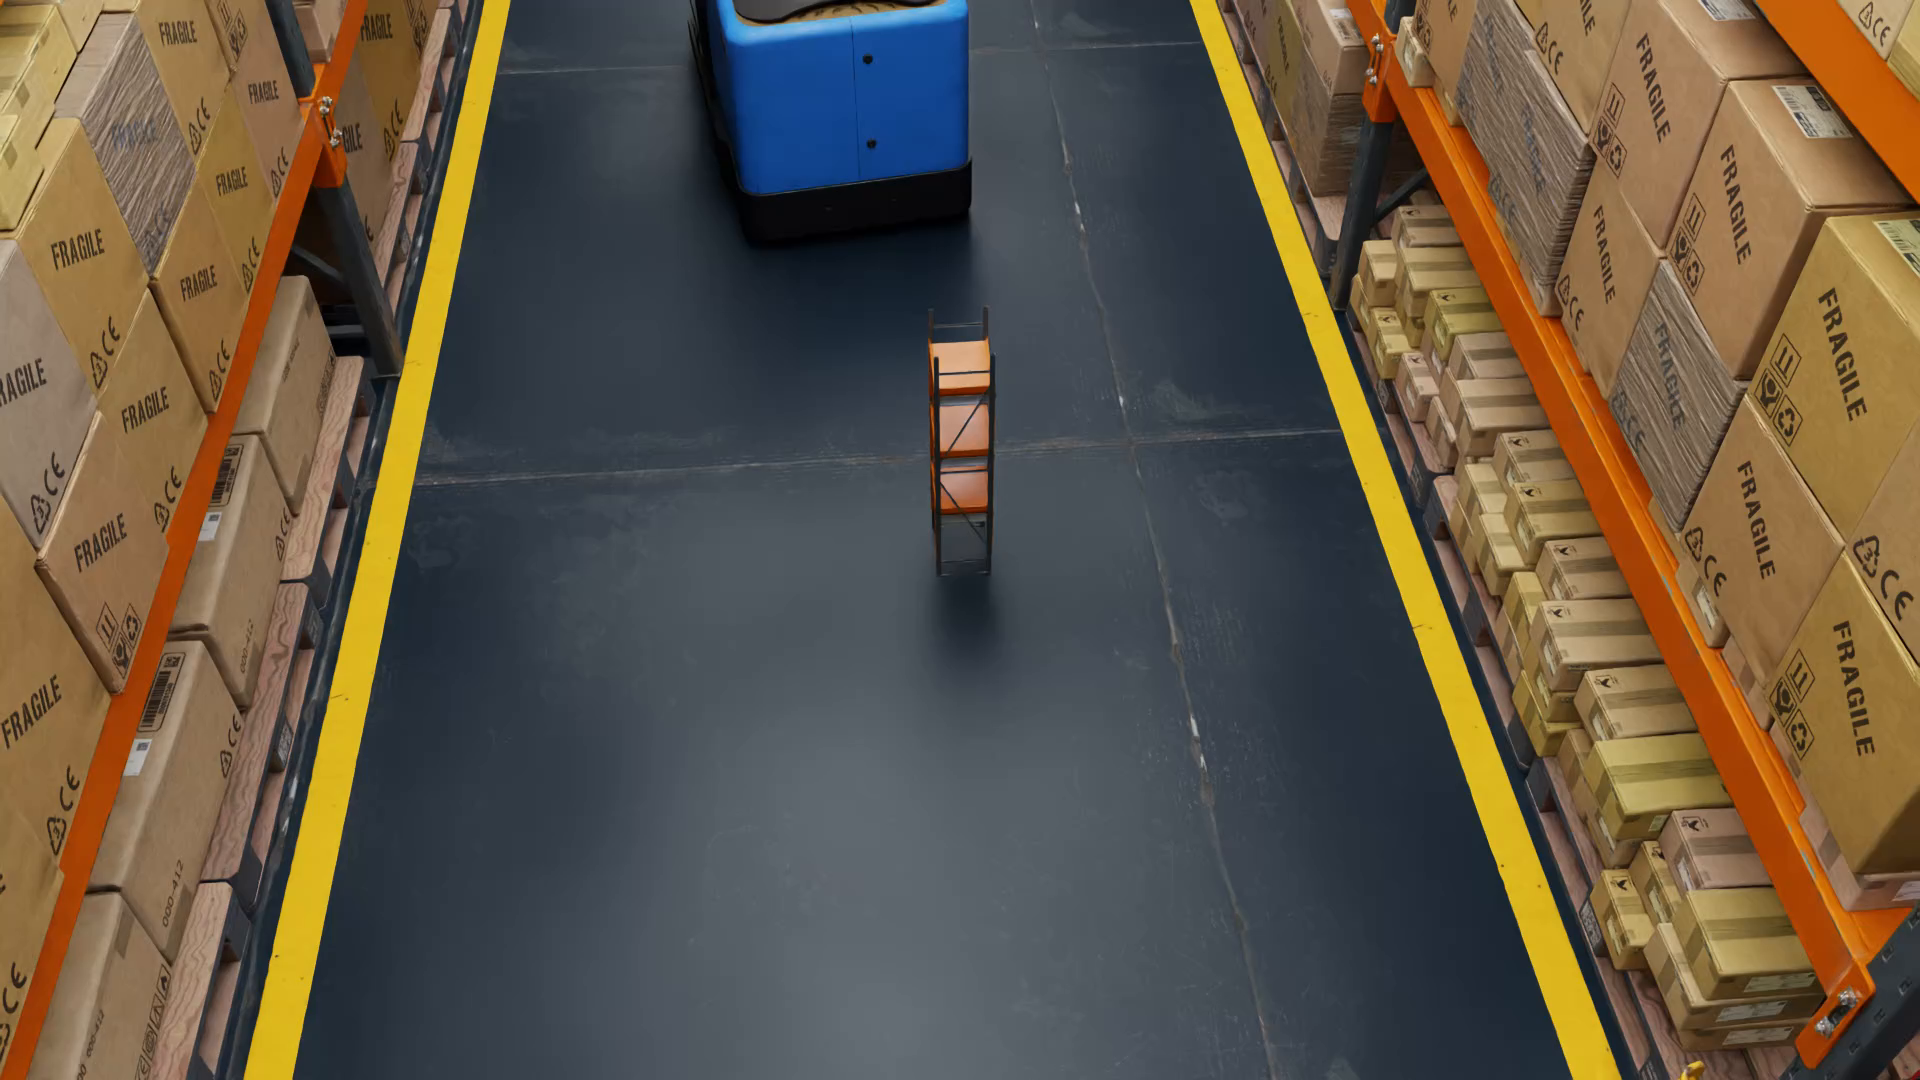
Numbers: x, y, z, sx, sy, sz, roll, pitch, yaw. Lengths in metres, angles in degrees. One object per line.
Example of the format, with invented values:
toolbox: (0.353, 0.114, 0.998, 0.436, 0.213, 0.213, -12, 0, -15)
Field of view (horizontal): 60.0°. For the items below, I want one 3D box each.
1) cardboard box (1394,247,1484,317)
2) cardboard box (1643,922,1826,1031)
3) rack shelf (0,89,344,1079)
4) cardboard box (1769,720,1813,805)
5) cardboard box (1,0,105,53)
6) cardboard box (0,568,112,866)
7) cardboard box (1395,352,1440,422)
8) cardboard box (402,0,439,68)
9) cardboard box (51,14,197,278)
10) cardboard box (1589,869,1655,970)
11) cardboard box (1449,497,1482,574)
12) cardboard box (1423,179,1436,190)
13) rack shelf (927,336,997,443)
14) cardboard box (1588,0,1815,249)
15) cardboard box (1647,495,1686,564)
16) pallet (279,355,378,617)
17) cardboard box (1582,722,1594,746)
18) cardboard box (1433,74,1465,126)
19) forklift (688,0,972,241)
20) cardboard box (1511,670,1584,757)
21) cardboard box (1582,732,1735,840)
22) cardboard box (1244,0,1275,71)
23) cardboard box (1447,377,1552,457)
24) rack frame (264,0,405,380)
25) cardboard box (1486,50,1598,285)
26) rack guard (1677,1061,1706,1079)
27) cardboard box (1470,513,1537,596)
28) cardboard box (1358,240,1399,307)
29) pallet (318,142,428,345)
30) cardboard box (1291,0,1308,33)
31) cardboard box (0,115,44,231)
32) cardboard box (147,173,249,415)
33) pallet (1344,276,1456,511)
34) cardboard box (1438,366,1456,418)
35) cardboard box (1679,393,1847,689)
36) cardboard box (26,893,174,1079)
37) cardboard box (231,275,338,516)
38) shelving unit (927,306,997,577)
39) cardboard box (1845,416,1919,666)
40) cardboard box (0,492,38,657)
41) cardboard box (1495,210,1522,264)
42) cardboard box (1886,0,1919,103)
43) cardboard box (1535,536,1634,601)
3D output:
cardboard box: (1.894, -0.993, 6.389, 0.380, 0.149, 0.250, -1, 47, -1)
cardboard box: (2.113, 1.175, 4.541, 0.380, 0.149, 0.250, -5, 47, -4)
rack shelf: (-2.650, -0.020, 4.699, 1.077, 0.370, 4.000, -3, 47, -3)
cardboard box: (2.150, 0.491, 3.892, 0.380, 0.149, 0.250, -4, 47, -3)
cardboard box: (-2.453, -1.373, 4.280, 0.380, 0.149, 0.250, -4, 47, -4)
cardboard box: (-2.306, 0.416, 3.721, 0.500, 0.500, 0.500, -4, 47, -4)
cardboard box: (1.912, -0.600, 6.427, 0.380, 0.149, 0.250, -4, 47, -3)
cardboard box: (-3.106, -2.872, 8.078, 0.875, 0.875, 0.875, -3, 47, -3)
cardboard box: (-2.416, -1.033, 4.405, 0.500, 0.500, 0.500, -3, 47, -3)
cardboard box: (2.068, 1.093, 4.823, 0.380, 0.149, 0.250, -2, 47, -2)
cardboard box: (1.967, -0.033, 5.890, 0.380, 0.149, 0.250, -5, 47, -4)
cardboard box: (2.310, -1.924, 7.439, 0.500, 0.500, 0.500, -2, 47, -2)
rack shelf: (0.004, -0.510, 5.634, 0.215, 0.259, 0.240, -3, 47, -3)
cardboard box: (2.013, -1.116, 4.278, 0.500, 0.500, 0.500, -5, 47, -5)
cardboard box: (2.076, -0.065, 4.419, 0.380, 0.149, 0.250, -5, 47, -5)
pallet: (-2.831, -0.201, 6.295, 1.003, 0.211, 1.213, -3, 47, -3)
cardboard box: (2.148, 0.598, 5.087, 0.380, 0.149, 0.250, -4, 47, -4)
cardboard box: (1.900, -1.595, 5.868, 0.380, 0.149, 0.250, -2, 47, -2)
forklift: (-0.782, -3.434, 7.483, 1.130, 2.935, 3.031, -10, 47, -9)
cardboard box: (2.014, 0.538, 5.349, 0.380, 0.149, 0.250, -5, 47, -5)
cardboard box: (2.033, 0.704, 4.782, 0.380, 0.149, 0.250, -4, 47, -4)
cardboard box: (1.713, -2.636, 8.113, 0.500, 0.500, 0.500, -4, 47, -4)
cardboard box: (1.948, -0.436, 5.862, 0.380, 0.149, 0.250, -3, 47, -2)
rack frame: (-2.817, -1.715, 5.808, 1.000, 3.000, 0.127, -3, 47, -3)
cardboard box: (1.952, -1.127, 4.978, 0.500, 0.500, 0.500, -4, 47, -4)
rack guard: (2.436, 1.610, 4.381, 1.175, 0.500, 0.348, -3, 47, -3)
cardboard box: (1.958, 0.041, 5.615, 0.380, 0.149, 0.250, -3, 47, -3)
cardboard box: (1.819, -1.073, 6.670, 0.380, 0.149, 0.250, -2, 47, -1)
pallet: (-2.957, -1.309, 7.345, 1.003, 0.211, 1.213, -3, 47, -3)
cardboard box: (1.763, -2.528, 7.494, 0.500, 0.250, 0.500, -1, 47, -1)
cardboard box: (-2.324, -0.820, 3.756, 0.380, 0.149, 0.250, -5, 47, -4)
cardboard box: (-2.418, -0.694, 4.773, 0.500, 0.500, 0.500, -4, 47, -4)
pallet: (2.199, -0.646, 6.716, 1.003, 0.211, 1.213, -3, 47, -3)
cardboard box: (2.005, -0.526, 6.152, 0.380, 0.149, 0.250, -6, 47, -5)
cardboard box: (2.110, -0.014, 3.923, 0.500, 0.500, 0.500, -4, 47, -4)
cardboard box: (-2.637, 1.445, 4.291, 0.875, 0.438, 0.875, -5, 47, -5)
cardboard box: (-2.871, -0.517, 6.149, 0.875, 0.438, 0.875, -4, 47, -4)
shelving unit: (0.004, -0.322, 5.832, 0.215, 1.050, 0.252, -3, 47, -3)
cardboard box: (2.156, 0.009, 3.213, 0.500, 0.500, 0.500, -4, 47, -4)
cardboard box: (-2.289, 0.063, 3.367, 0.500, 0.500, 0.500, -5, 47, -4)
cardboard box: (1.948, -1.022, 5.325, 0.380, 0.149, 0.250, -3, 47, -3)
cardboard box: (2.090, -0.856, 3.032, 0.500, 0.250, 0.500, -3, 47, -3)
cardboard box: (2.085, 0.125, 5.331, 0.380, 0.149, 0.250, -5, 47, -5)
